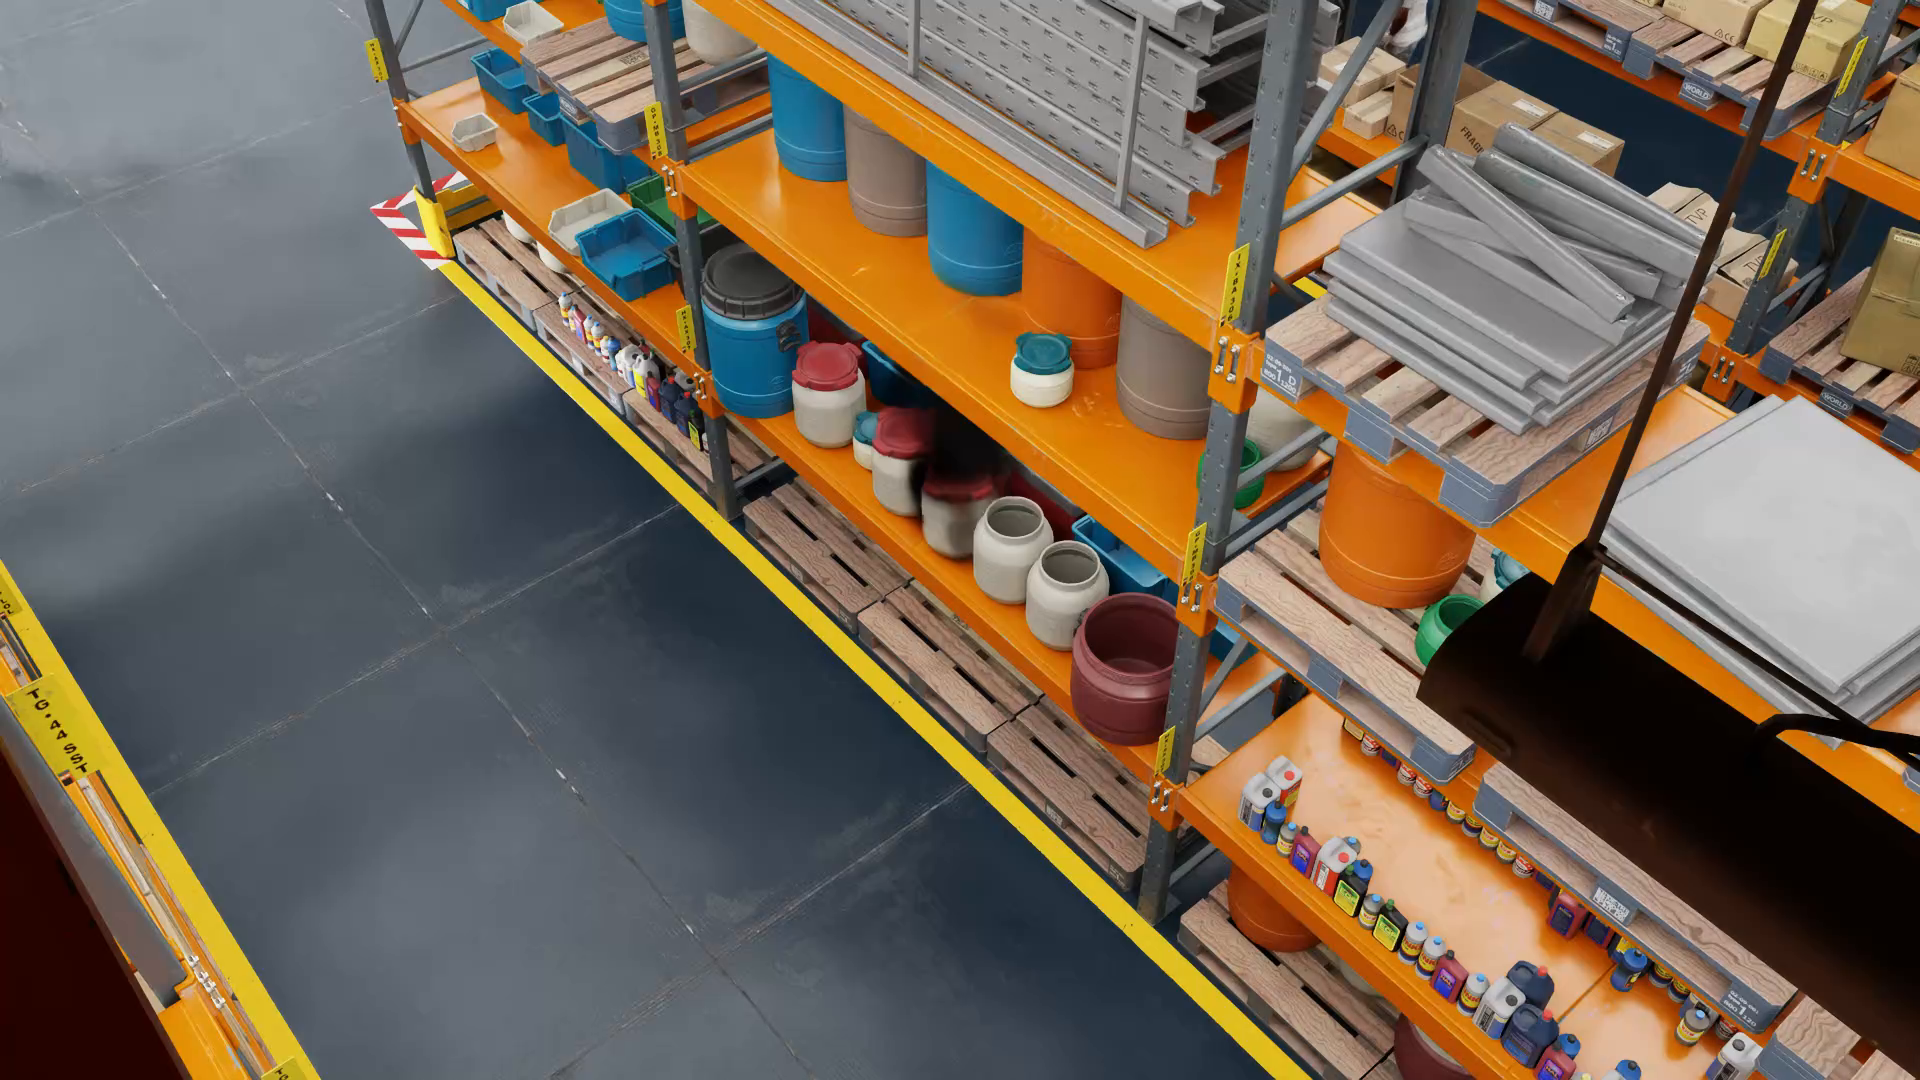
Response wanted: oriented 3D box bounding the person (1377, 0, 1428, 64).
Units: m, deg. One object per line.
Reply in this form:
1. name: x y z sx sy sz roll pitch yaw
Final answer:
1. person: 3.602 -4.229 13.775 0.679 1.744 0.607 -30 53 -25
